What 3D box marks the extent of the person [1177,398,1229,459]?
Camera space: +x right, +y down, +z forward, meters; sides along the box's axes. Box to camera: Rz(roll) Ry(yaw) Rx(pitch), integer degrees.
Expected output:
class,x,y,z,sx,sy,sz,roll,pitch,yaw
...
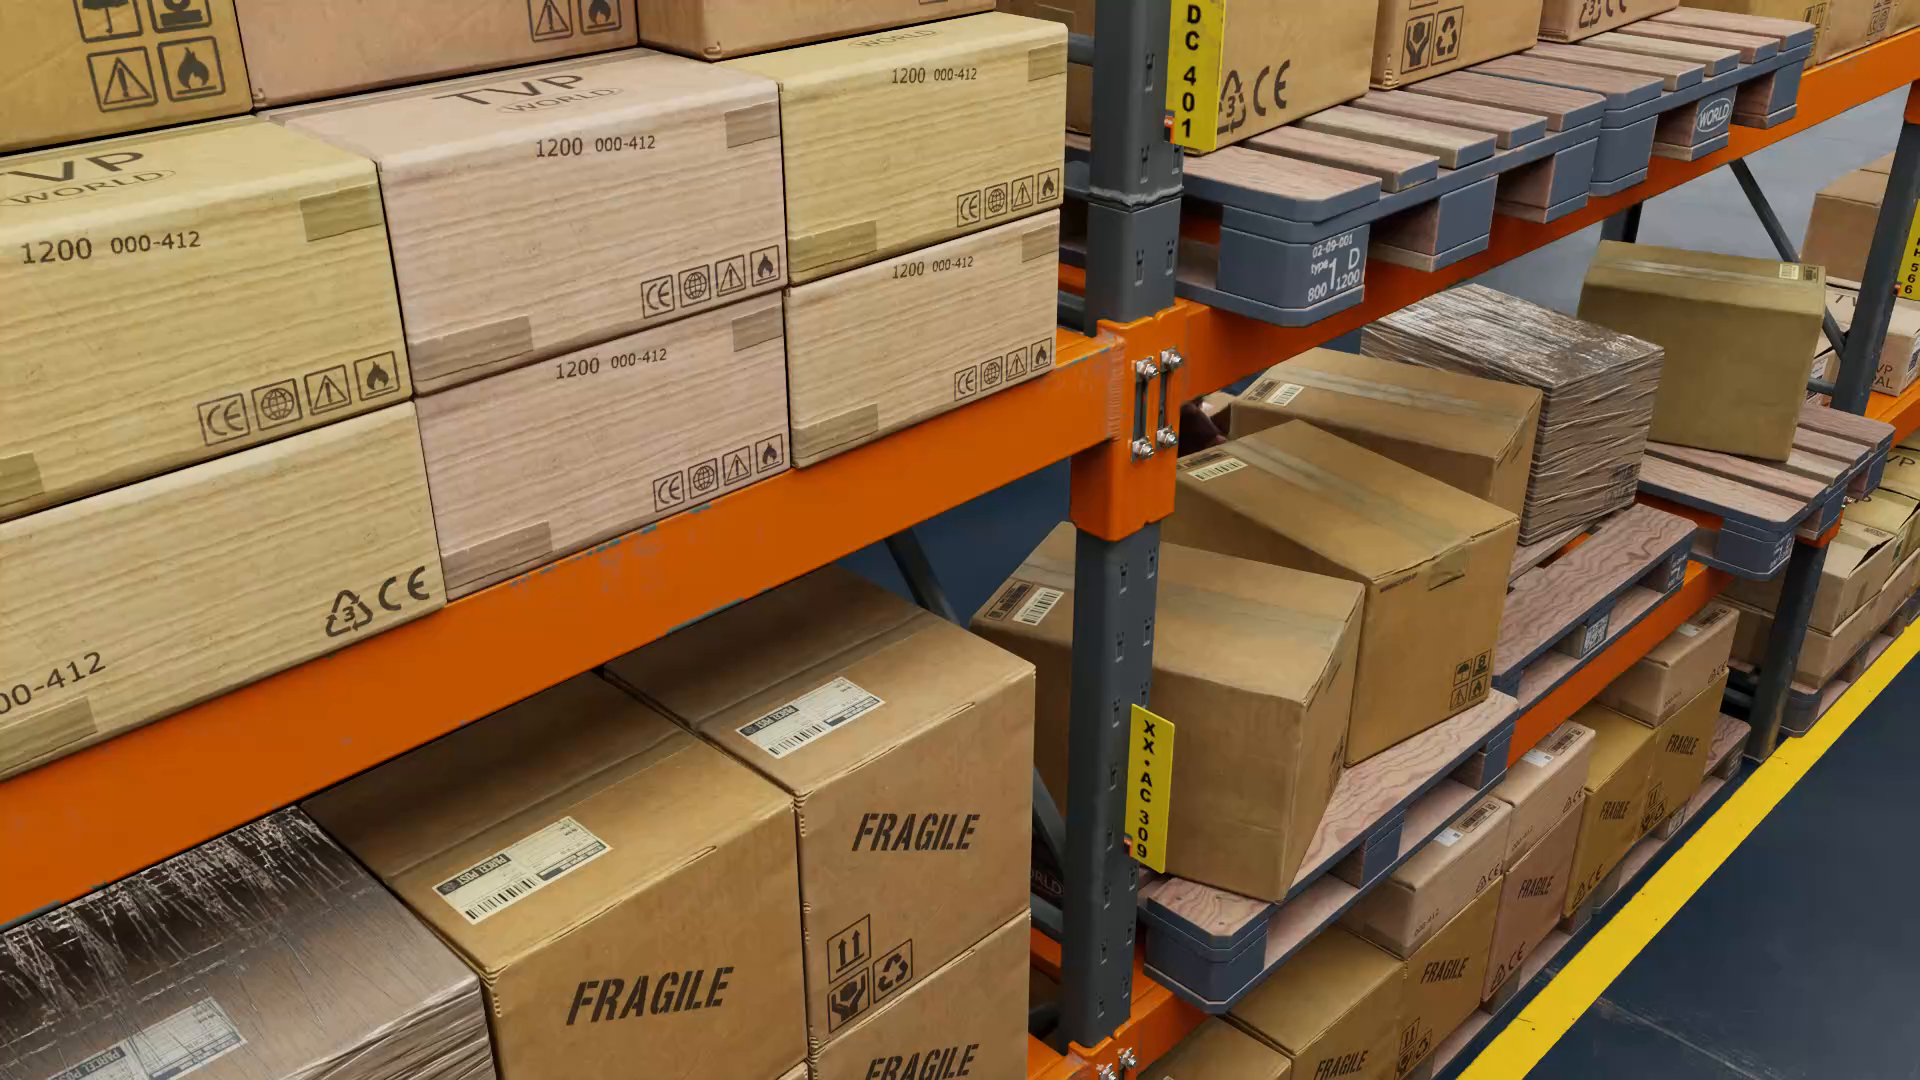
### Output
class,x,y,z,sx,sy,sz,roll,pitch,yaw
person,0.900,-0.416,6.920,0.564,1.780,0.576,0,27,0
